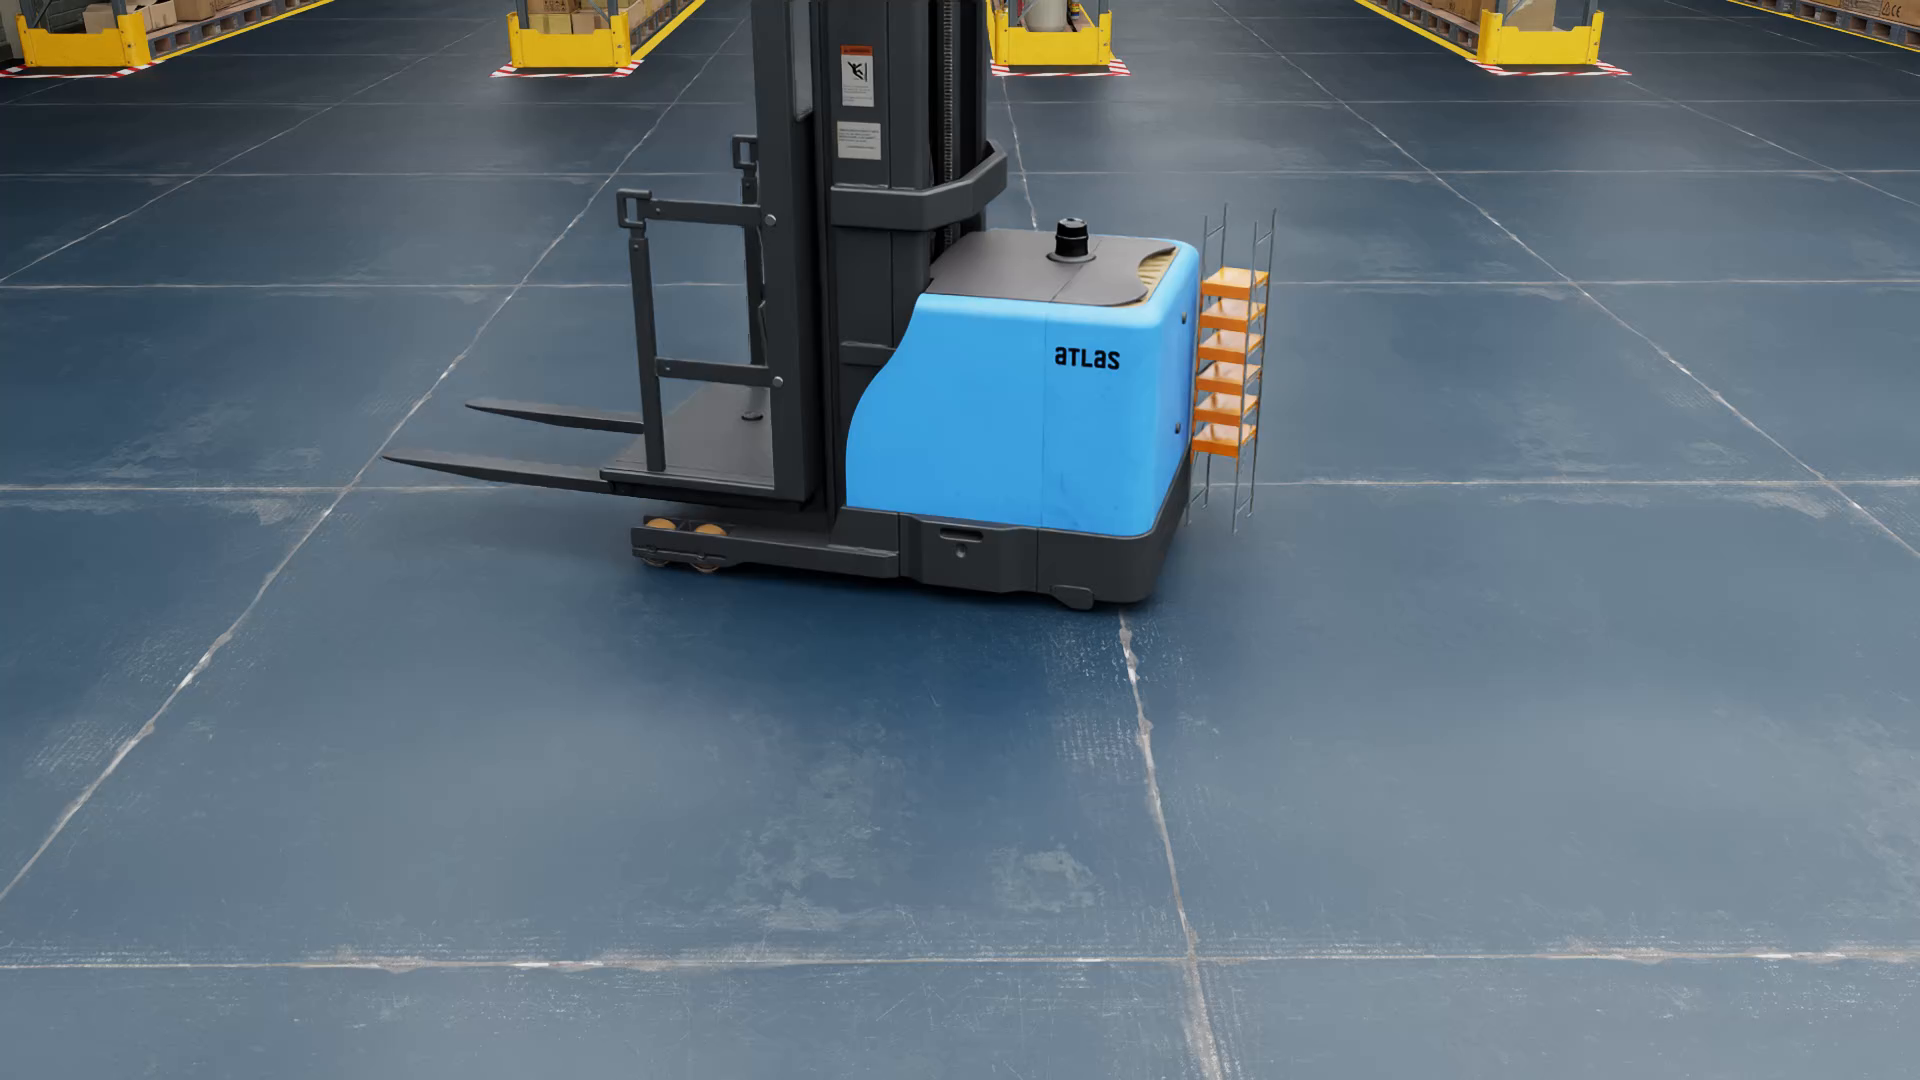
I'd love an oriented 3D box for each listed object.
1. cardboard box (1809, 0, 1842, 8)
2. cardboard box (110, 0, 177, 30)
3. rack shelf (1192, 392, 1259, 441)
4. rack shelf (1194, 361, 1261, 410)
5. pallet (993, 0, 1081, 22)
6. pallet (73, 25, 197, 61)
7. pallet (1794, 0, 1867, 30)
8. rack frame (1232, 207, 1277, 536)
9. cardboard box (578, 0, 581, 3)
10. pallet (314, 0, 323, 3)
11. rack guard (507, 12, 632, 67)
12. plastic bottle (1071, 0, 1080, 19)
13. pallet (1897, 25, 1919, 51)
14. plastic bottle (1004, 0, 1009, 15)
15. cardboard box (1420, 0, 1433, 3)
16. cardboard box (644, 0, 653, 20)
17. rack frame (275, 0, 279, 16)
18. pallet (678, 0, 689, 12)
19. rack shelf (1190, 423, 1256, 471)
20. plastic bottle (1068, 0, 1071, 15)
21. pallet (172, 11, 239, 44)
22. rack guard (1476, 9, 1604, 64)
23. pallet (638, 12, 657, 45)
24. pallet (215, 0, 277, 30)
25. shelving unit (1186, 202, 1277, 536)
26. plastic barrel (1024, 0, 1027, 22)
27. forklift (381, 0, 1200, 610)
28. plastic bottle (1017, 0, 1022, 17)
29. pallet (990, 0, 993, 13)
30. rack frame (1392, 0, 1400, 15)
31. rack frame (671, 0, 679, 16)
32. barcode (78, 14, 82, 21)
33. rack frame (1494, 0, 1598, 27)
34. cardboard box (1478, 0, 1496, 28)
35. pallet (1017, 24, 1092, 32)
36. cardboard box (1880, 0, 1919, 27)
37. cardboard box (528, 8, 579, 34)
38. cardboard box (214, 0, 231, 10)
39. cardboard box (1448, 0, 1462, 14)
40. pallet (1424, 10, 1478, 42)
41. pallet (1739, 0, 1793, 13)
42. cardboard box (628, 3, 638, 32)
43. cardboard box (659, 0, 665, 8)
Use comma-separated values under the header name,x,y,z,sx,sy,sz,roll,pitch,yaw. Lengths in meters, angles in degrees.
name,x,y,z,sx,sy,sz,roll,pitch,yaw
cardboard box,10.800,-6.866,19.859,0.875,0.875,0.875,0,24,0
cardboard box,-8.837,-5.702,17.946,0.500,0.311,0.500,2,24,4
rack shelf,1.002,-0.474,6.241,0.180,0.103,0.258,12,27,24
rack shelf,1.002,-0.583,6.192,0.180,0.103,0.258,12,27,24
pallet,0.915,-6.351,20.037,1.003,0.211,1.213,0,24,-1
pallet,-8.888,-5.302,17.716,1.003,0.211,1.213,0,24,-1
pallet,10.793,-6.318,19.962,1.003,0.211,1.213,0,24,-1
rack frame,1.083,-0.607,6.136,0.006,1.200,0.240,12,27,24
cardboard box,-4.289,-6.142,18.107,0.500,0.500,0.500,0,24,-1
pallet,-8.983,-7.409,22.375,1.003,0.211,1.213,0,24,-1
rack guard,-3.960,-5.081,16.878,1.175,0.500,0.348,0,24,-1
plastic bottle,1.285,-5.956,18.557,0.097,0.271,0.097,0,24,0
pallet,10.820,-5.312,17.739,1.003,0.211,1.213,0,24,-1
plastic bottle,0.535,-5.931,18.585,0.097,0.201,0.097,0,24,0
cardboard box,5.867,-6.809,20.188,0.500,0.500,0.500,-1,24,-2
cardboard box,-3.758,-6.009,18.722,0.500,0.250,0.500,0,24,-1
rack frame,-8.957,-7.854,19.976,1.000,3.000,0.127,0,24,-1
pallet,-4.051,-6.911,21.274,1.003,0.211,1.213,0,24,-1
rack shelf,1.002,-0.365,6.290,0.180,0.103,0.258,12,27,24
plastic bottle,1.281,-6.098,18.869,0.097,0.271,0.097,0,24,0
pallet,-8.898,-5.803,18.825,1.003,0.211,1.213,0,24,-1
rack guard,5.945,-5.165,17.064,1.175,0.500,0.348,0,24,-1
pallet,-4.020,-5.776,18.764,1.003,0.211,1.213,0,24,-1
pallet,-8.914,-6.307,19.939,1.003,0.211,1.213,0,24,-1
shelving unit,1.002,-0.624,6.173,0.189,1.200,0.258,12,27,24
plastic barrel,0.904,-5.786,17.912,0.421,0.512,0.421,0,24,0
forklift,-0.692,-1.423,5.839,3.031,2.935,1.130,7,25,14
plastic bottle,0.666,-6.073,18.800,0.061,0.283,0.133,0,24,-1
pallet,0.902,-6.952,21.365,1.003,0.211,1.213,0,24,-1
rack frame,5.902,-7.921,20.124,1.000,3.000,0.127,0,24,-1
rack frame,-4.003,-7.878,20.029,1.000,3.000,0.127,0,24,-1
barcode,-9.231,-5.477,17.437,0.001,0.075,0.075,0,24,-1
rack frame,5.946,-6.273,16.480,1.000,3.000,0.127,0,24,-1
cardboard box,5.915,-5.829,18.022,0.500,0.500,0.500,6,25,13
pallet,0.942,-5.346,17.814,1.003,0.211,1.213,0,24,-1
cardboard box,10.822,-6.119,18.207,0.875,0.875,0.875,-1,24,-1
cardboard box,-4.261,-5.388,17.350,0.500,0.250,0.500,0,24,-1
cardboard box,-8.905,-6.488,19.456,0.500,0.500,0.500,-2,24,-5
cardboard box,5.966,-6.317,19.101,0.500,0.500,0.500,-2,24,-5
pallet,5.961,-5.870,18.973,1.003,0.211,1.213,0,24,-1
pallet,10.779,-6.949,21.358,1.003,0.211,1.213,0,24,-1
cardboard box,-3.752,-5.596,17.811,0.500,0.250,0.500,0,24,-1
cardboard box,-3.784,-6.421,19.633,0.500,0.250,0.500,0,24,-1
